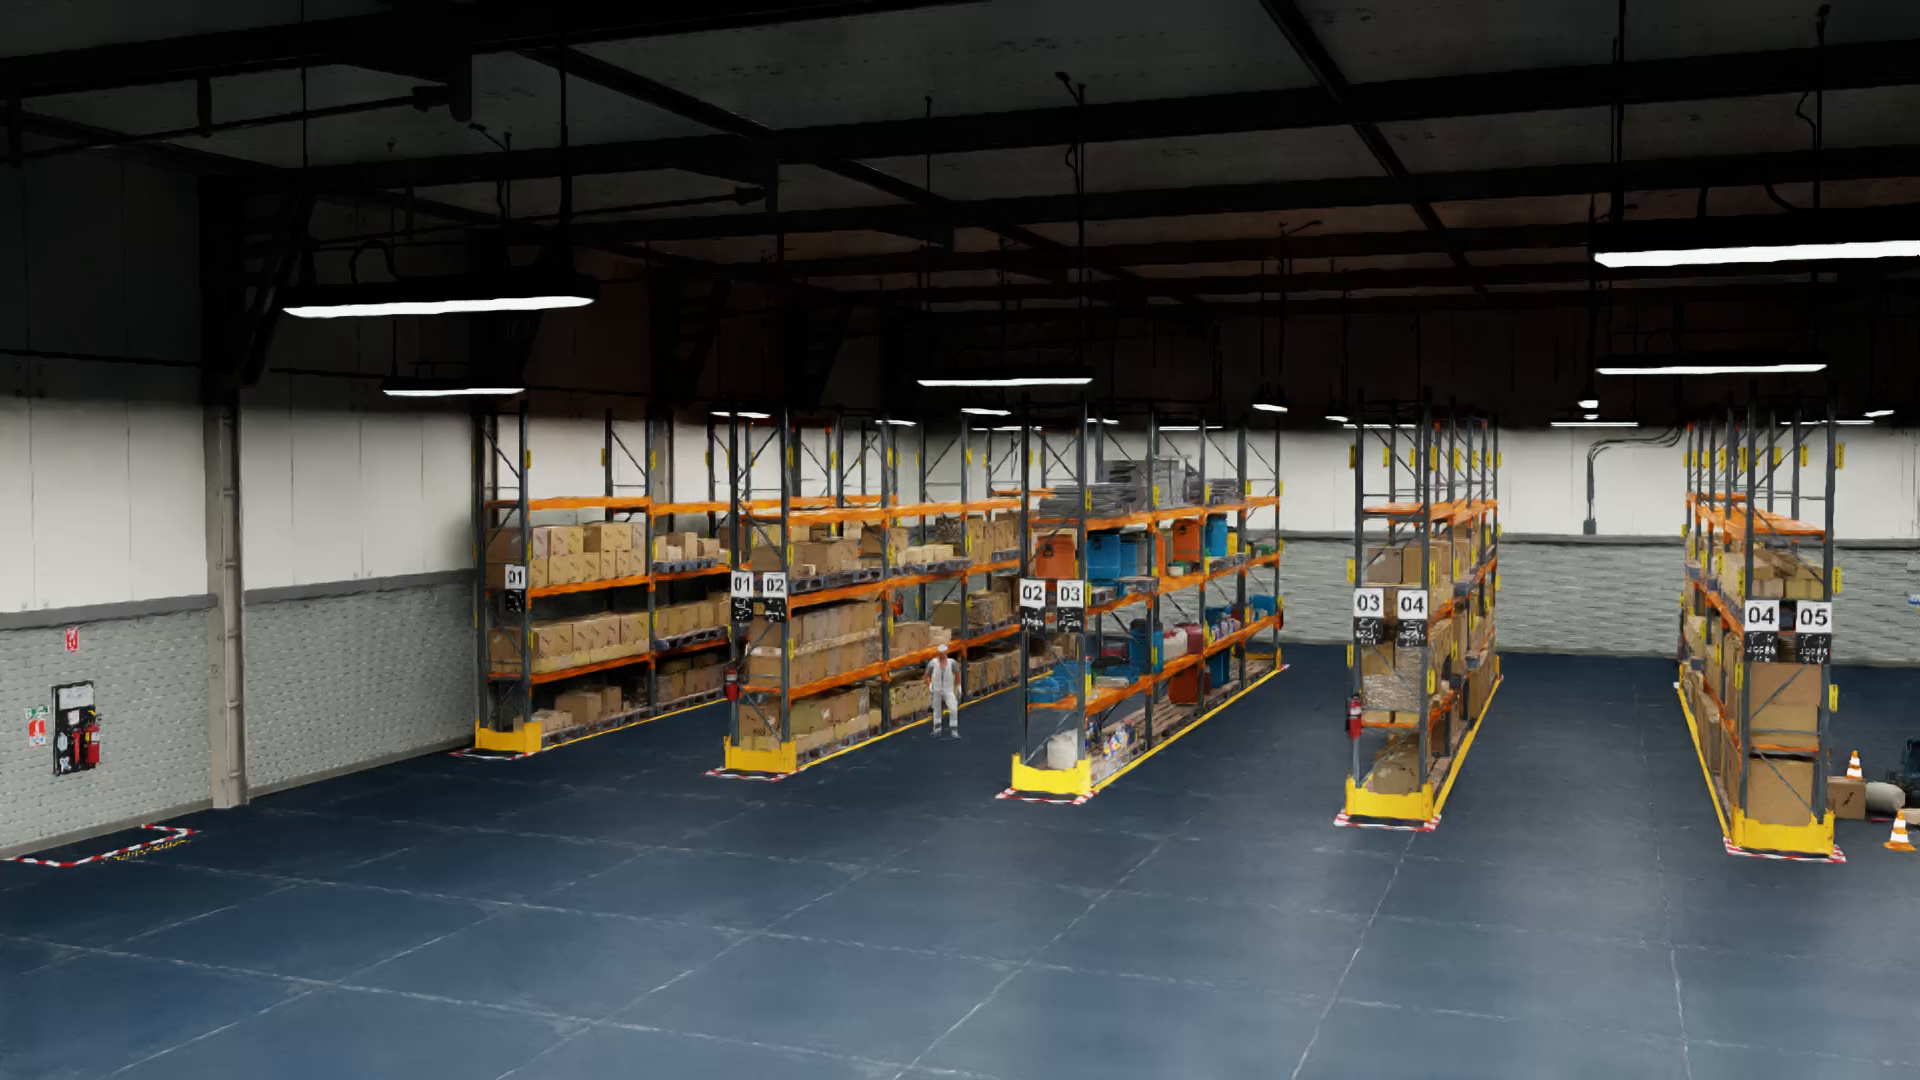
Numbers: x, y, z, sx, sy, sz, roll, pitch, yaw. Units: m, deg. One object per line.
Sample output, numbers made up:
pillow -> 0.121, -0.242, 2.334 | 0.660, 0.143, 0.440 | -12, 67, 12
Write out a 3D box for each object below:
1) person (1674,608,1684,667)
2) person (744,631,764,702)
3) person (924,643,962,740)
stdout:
person -> 17.580, 2.228, 40.006 | 0.570, 1.669, 0.955 | 2, 4, 41
person -> -4.057, 2.565, 33.087 | 0.448, 1.622, 0.996 | 1, 3, 13
person -> -0.290, 2.687, 29.673 | 0.686, 1.716, 0.829 | 0, 3, 4
